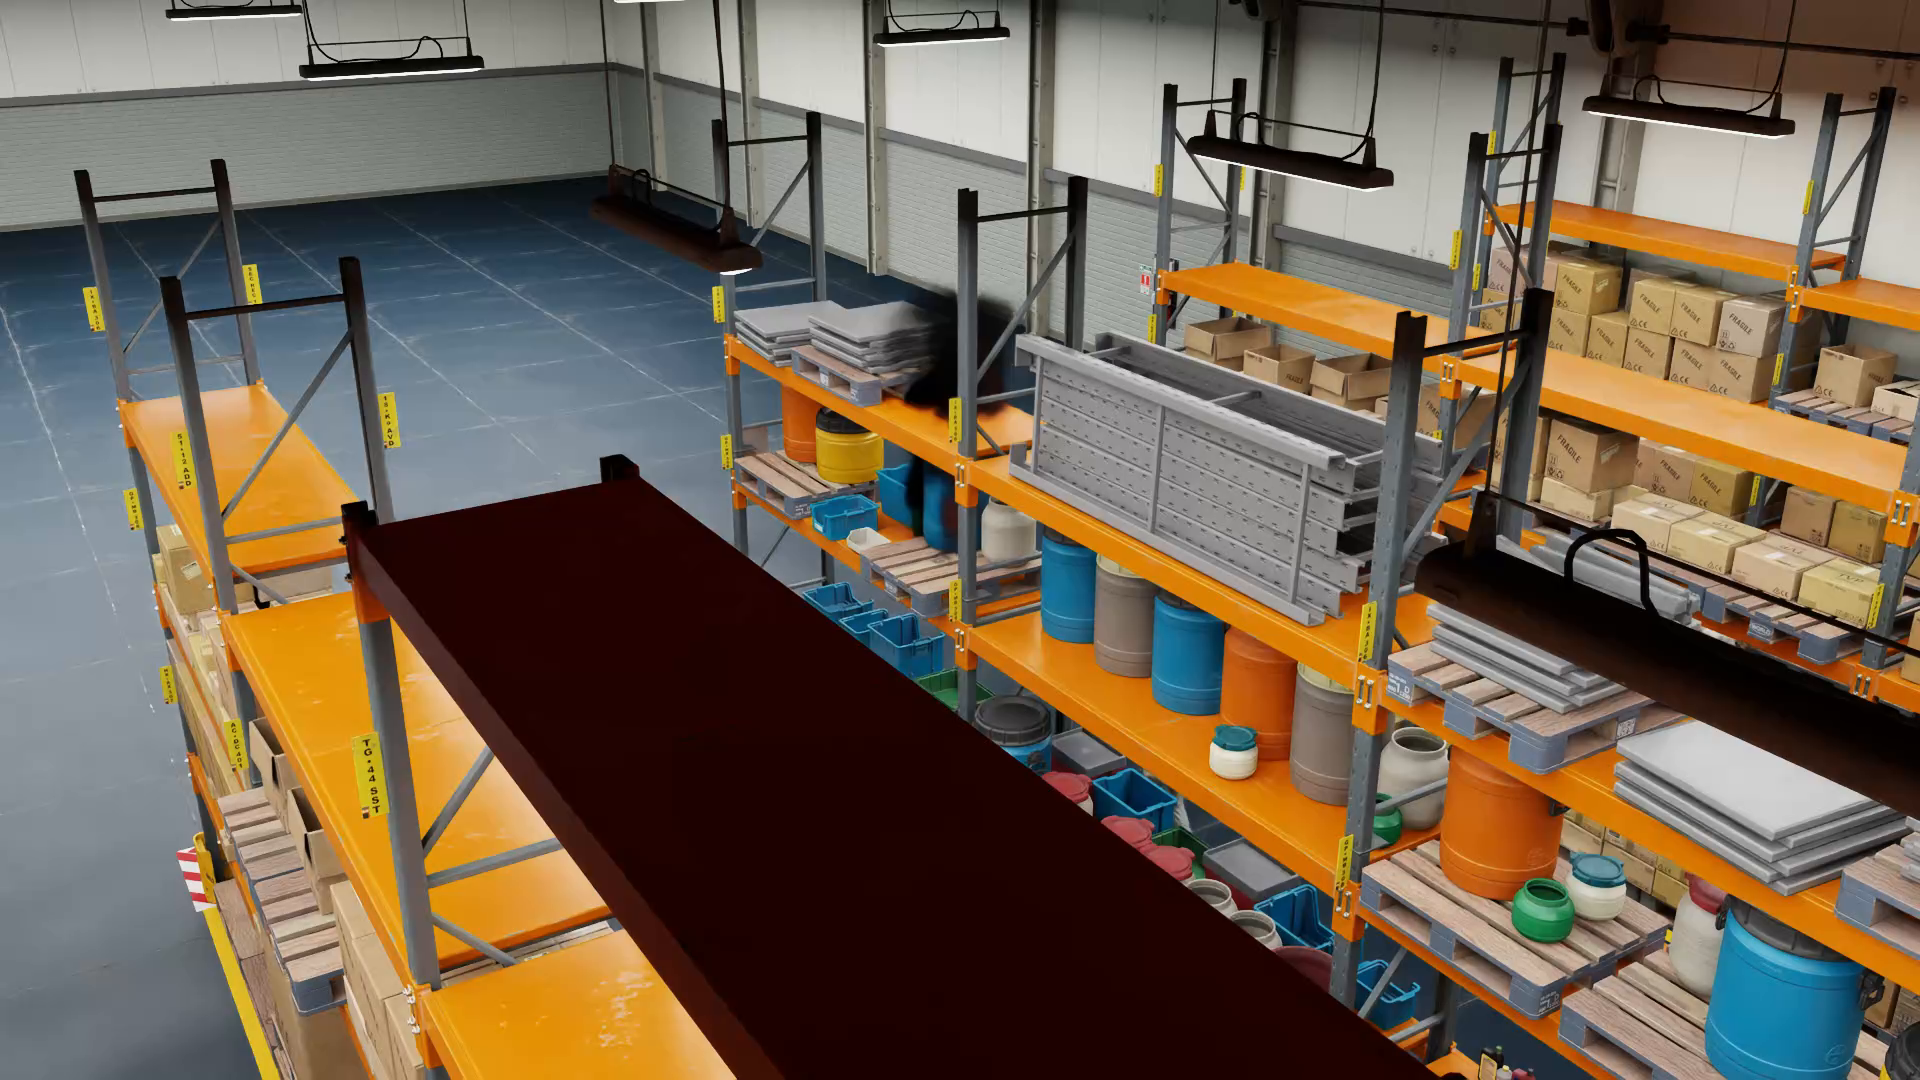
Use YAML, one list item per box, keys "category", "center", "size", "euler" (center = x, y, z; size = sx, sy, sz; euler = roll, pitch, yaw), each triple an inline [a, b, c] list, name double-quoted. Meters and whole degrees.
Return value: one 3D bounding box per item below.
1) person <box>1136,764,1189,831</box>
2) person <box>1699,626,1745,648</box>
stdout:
- category: "person"
  center: [1.731, 1.947, 14.247]
  size: [0.571, 1.740, 0.846]
  euler: [-10, 24, -24]
- category: "person"
  center: [7.165, 1.222, 15.996]
  size: [0.689, 1.815, 0.748]
  euler: [-19, 29, -39]
